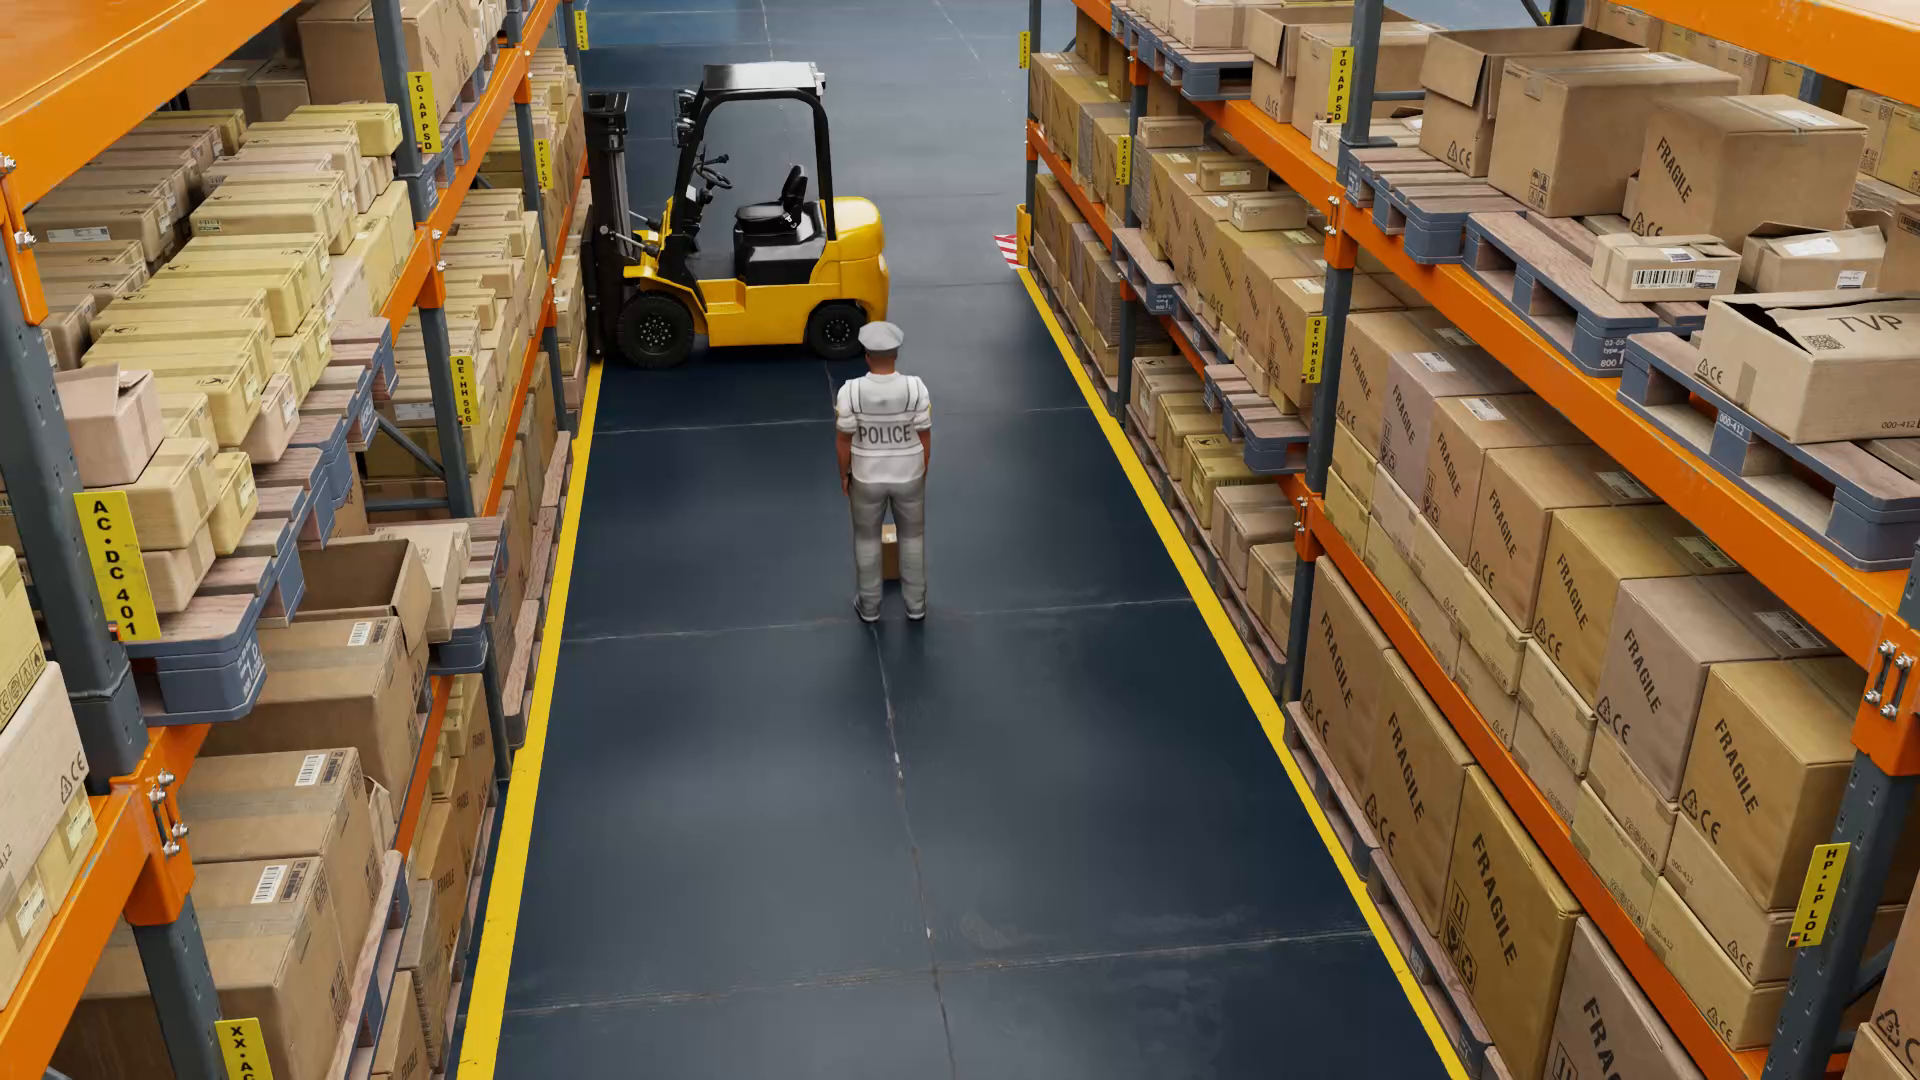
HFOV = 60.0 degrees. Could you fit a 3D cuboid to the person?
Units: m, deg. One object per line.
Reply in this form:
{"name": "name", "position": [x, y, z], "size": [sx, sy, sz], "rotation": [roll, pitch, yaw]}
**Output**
{"name": "person", "position": [-0.427, -0.374, 9.334], "size": [0.527, 1.766, 0.393], "rotation": [-3, 27, -6]}
